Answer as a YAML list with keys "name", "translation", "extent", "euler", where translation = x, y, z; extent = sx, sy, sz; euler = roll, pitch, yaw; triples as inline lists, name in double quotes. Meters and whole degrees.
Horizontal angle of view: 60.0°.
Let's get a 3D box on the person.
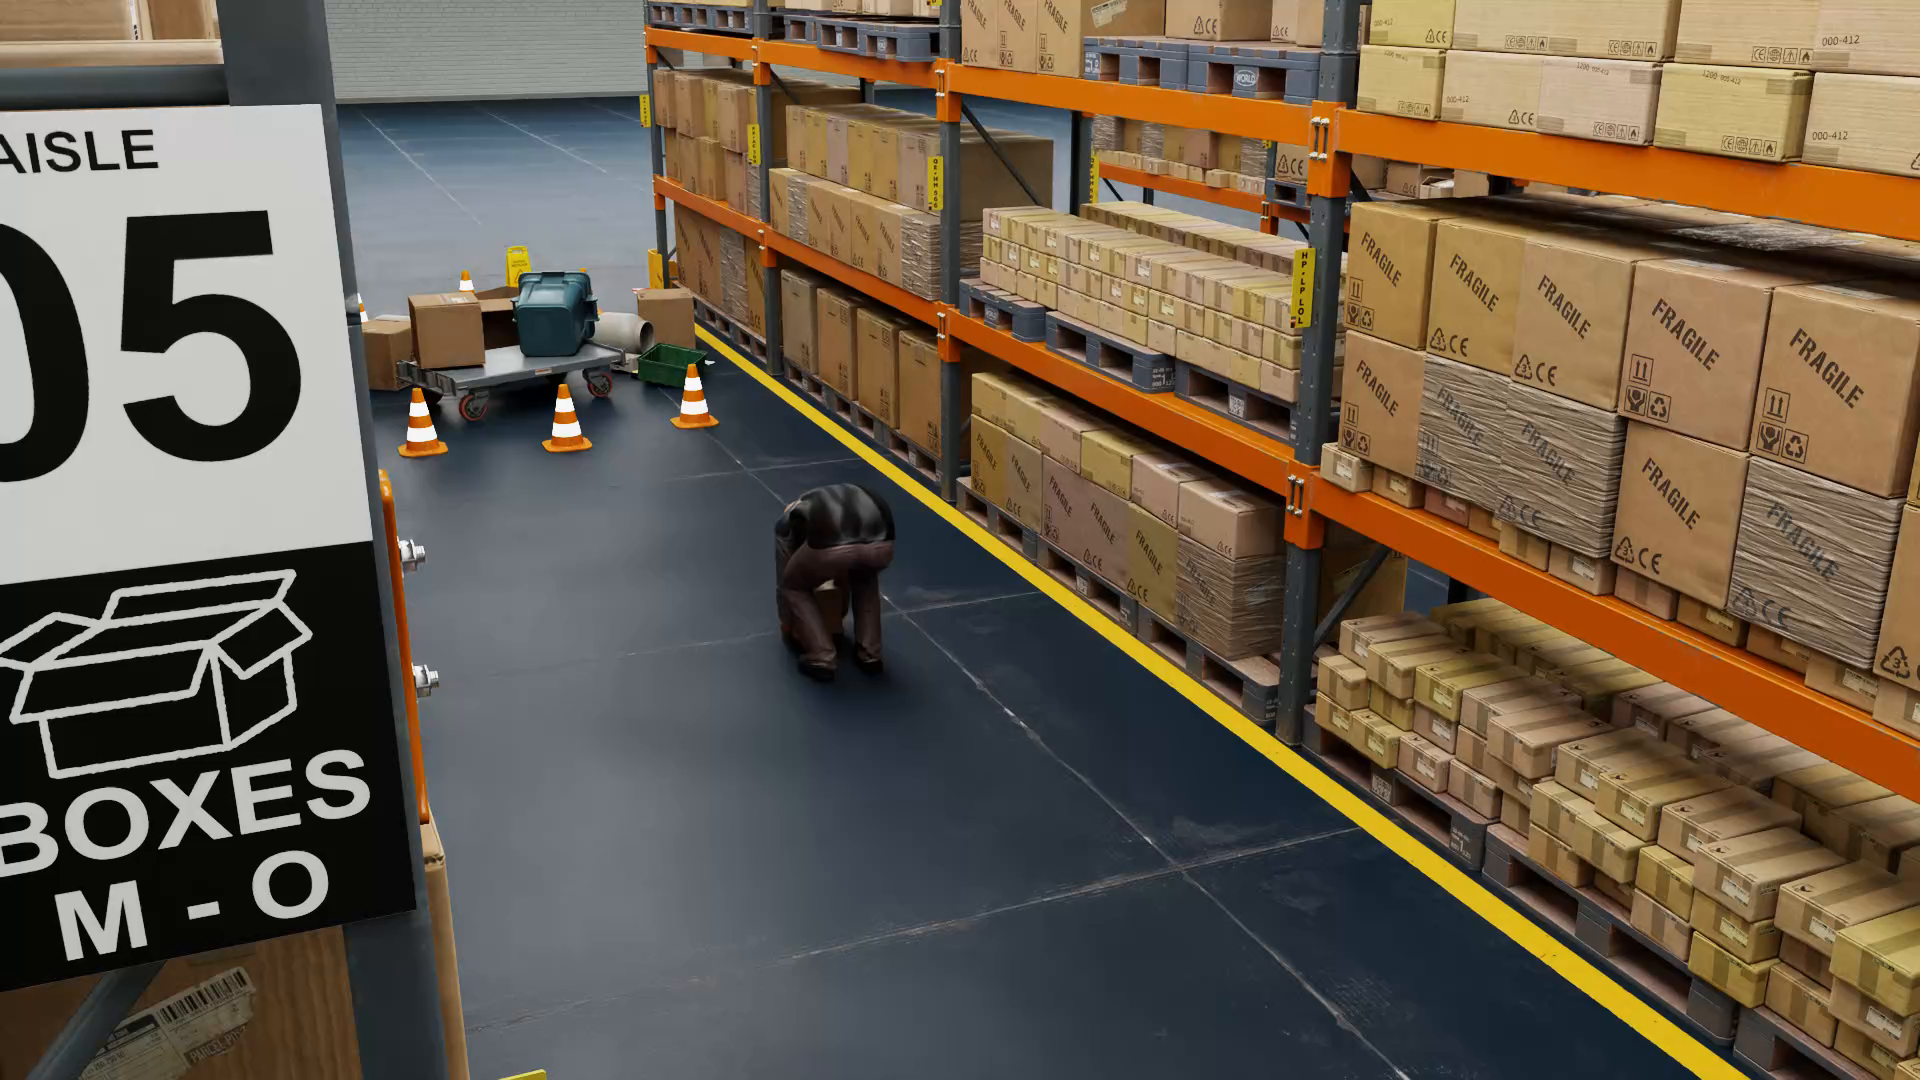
- name: "person"
  translation: [-0.667, 0.144, 8.360]
  extent: [0.513, 0.960, 0.944]
  euler: [-9, 21, -25]
